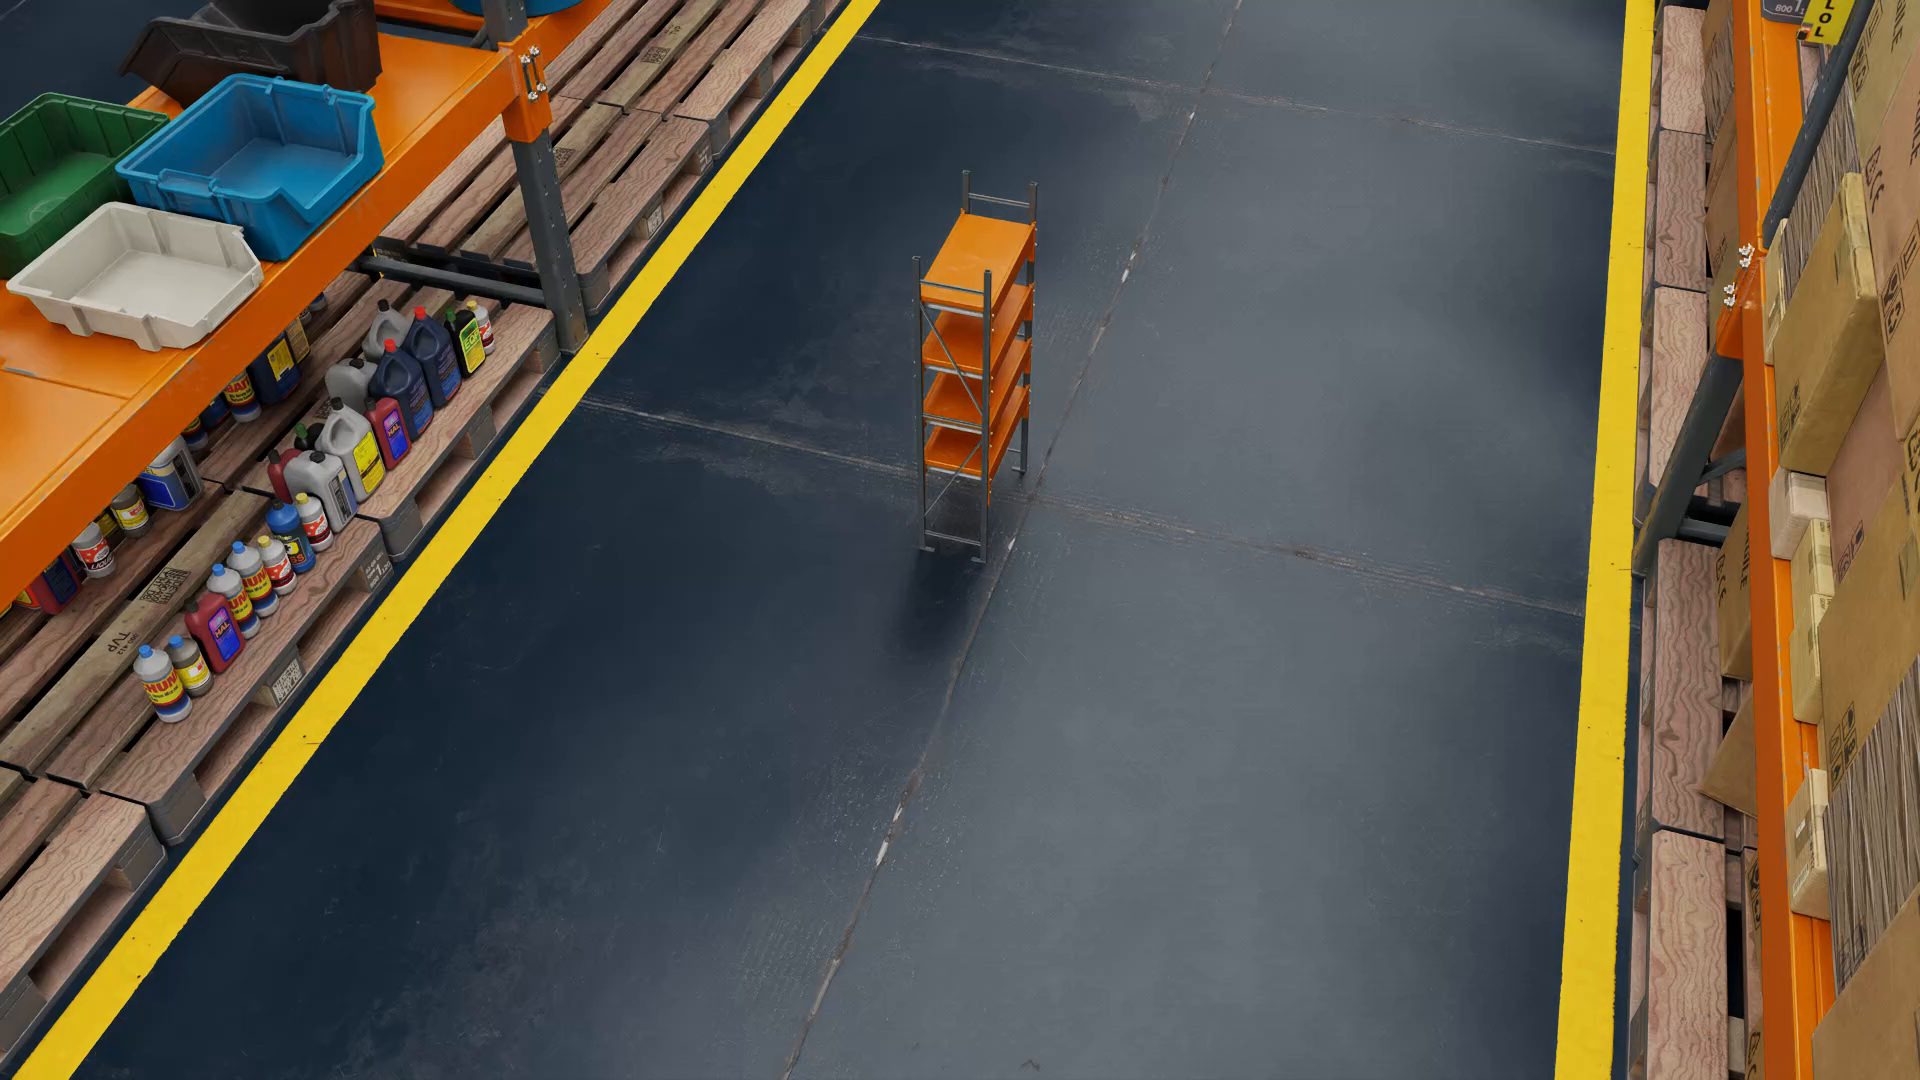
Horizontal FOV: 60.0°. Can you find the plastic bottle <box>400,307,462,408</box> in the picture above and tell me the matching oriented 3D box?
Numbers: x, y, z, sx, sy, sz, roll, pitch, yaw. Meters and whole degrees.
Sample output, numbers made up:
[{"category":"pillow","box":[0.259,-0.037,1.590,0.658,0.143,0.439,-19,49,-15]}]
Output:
[{"category":"plastic bottle","box":[-1.876,-0.655,5.854,0.144,0.351,0.185,11,46,11]}]

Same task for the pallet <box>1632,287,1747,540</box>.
[{"category":"pallet","box":[2.999,-0.409,6.017,1.003,0.211,1.213,13,46,13]}]

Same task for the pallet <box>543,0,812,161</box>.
[{"category":"pallet","box":[-1.388,-2.286,7.935,1.003,0.211,1.213,13,46,13]}]

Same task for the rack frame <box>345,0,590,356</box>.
[{"category":"rack frame","box":[-1.956,-1.935,5.583,1.000,3.000,0.127,13,46,13]}]

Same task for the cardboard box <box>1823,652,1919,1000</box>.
[{"category":"cardboard box","box":[1.975,0.594,2.714,0.875,0.500,0.500,13,46,13]}]

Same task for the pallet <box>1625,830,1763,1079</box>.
[{"category":"pallet","box":[2.227,1.382,4.187,1.003,0.211,1.213,13,46,13]}]

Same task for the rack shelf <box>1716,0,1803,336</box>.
[{"category":"rack shelf","box":[3.370,-1.962,6.125,1.077,0.370,4.000,13,46,13]}]

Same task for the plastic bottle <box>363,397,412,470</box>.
[{"category":"plastic bottle","box":[-1.944,-0.386,5.627,0.061,0.283,0.133,15,46,15]}]

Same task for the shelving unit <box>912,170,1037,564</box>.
[{"category":"shelving unit","box":[0.050,-0.539,5.443,0.258,1.200,0.503,13,46,13]}]

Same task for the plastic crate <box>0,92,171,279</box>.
[{"category":"plastic crate","box":[-2.636,-1.014,4.793,0.450,0.188,0.662,13,46,13]}]

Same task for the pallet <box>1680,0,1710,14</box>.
[{"category":"pallet","box":[4.286,-3.065,8.732,1.003,0.211,1.213,13,46,13]}]

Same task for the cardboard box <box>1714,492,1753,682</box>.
[{"category":"cardboard box","box":[2.605,0.115,4.974,0.500,0.500,0.500,11,45,11]}]

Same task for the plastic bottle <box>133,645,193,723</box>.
[{"category":"plastic bottle","box":[-2.321,0.406,4.826,0.097,0.271,0.097,0,44,0]}]

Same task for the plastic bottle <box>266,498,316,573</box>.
[{"category":"plastic bottle","box":[-2.126,-0.024,5.266,0.097,0.271,0.097,0,44,0]}]

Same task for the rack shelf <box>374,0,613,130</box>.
[{"category":"rack shelf","box":[-1.350,-3.011,7.197,1.077,0.370,4.000,13,46,13]}]

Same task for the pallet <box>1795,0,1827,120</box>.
[{"category":"pallet","box":[3.134,-1.296,5.067,1.003,0.211,1.213,13,46,13]}]

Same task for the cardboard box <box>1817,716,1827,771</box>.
[{"category":"cardboard box","box":[1.939,0.462,3.313,0.380,0.149,0.250,13,46,13]}]

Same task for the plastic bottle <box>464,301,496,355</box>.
[{"category":"plastic bottle","box":[-1.769,-0.784,6.093,0.097,0.201,0.097,0,44,0]}]

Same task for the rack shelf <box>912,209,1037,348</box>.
[{"category":"rack shelf","box":[0.050,-0.820,5.168,0.258,0.148,0.480,13,46,13]}]

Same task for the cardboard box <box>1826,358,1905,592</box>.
[{"category":"cardboard box","box":[2.329,-0.061,3.383,0.875,0.500,0.500,13,46,13]}]

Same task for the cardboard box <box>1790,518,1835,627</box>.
[{"category":"cardboard box","box":[2.057,0.122,3.661,0.380,0.149,0.250,13,46,13]}]

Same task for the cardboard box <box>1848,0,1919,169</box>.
[{"category":"cardboard box","box":[2.386,-1.139,3.771,0.500,0.500,0.500,13,46,13]}]

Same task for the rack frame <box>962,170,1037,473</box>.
[{"category":"rack frame","box":[0.124,-0.702,5.609,0.240,1.200,0.015,13,46,13]}]

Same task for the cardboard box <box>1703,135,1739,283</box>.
[{"category":"cardboard box","box":[3.302,-1.242,6.347,0.700,0.500,0.500,9,45,9]}]

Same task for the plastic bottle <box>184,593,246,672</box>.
[{"category":"plastic bottle","box":[-2.235,0.255,4.972,0.061,0.283,0.133,13,46,13]}]

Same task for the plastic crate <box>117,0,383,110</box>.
[{"category":"plastic crate","box":[-2.236,-1.591,5.276,0.767,0.338,0.504,13,46,13]}]

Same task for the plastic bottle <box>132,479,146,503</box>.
[{"category":"plastic bottle","box":[-2.782,-0.286,5.477,0.144,0.351,0.185,12,46,12]}]

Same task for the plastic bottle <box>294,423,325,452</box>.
[{"category":"plastic bottle","box":[-2.138,-0.293,5.532,0.061,0.283,0.133,13,46,13]}]

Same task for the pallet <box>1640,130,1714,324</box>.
[{"category":"pallet","box":[3.366,-1.225,6.851,1.003,0.211,1.213,13,46,13]}]

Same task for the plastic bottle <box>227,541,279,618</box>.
[{"category":"plastic bottle","box":[-2.187,0.111,5.128,0.097,0.271,0.097,0,44,0]}]

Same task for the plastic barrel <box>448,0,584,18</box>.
[{"category":"plastic barrel","box":[-1.550,-2.308,5.605,0.600,0.901,0.708,13,46,13]}]

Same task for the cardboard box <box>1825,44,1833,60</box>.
[{"category":"cardboard box","box":[3.138,-1.751,4.665,1.000,1.000,1.000,13,46,13]}]

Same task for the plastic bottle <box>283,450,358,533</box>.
[{"category":"plastic bottle","box":[-2.085,-0.178,5.420,0.152,0.276,0.135,13,46,13]}]

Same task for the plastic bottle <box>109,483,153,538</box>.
[{"category":"plastic bottle","box":[-2.710,-0.113,5.407,0.097,0.201,0.097,0,44,0]}]

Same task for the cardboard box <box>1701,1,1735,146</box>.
[{"category":"cardboard box","box":[3.636,-1.993,7.115,0.700,0.500,0.500,9,45,9]}]

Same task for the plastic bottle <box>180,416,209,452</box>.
[{"category":"plastic bottle","box":[-2.662,-0.435,5.686,0.097,0.271,0.097,0,44,0]}]

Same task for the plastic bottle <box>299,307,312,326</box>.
[{"category":"plastic bottle","box":[-2.501,-0.905,6.216,0.097,0.201,0.097,0,44,0]}]

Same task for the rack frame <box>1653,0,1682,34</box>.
[{"category":"rack frame","box":[3.976,-3.552,7.236,1.000,3.000,0.127,13,46,13]}]

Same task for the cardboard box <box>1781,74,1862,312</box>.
[{"category":"cardboard box","box":[2.569,-0.741,4.079,0.875,0.500,0.500,13,46,13]}]

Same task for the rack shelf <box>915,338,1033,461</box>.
[{"category":"rack shelf","box":[0.050,-0.491,5.490,0.258,0.148,0.480,13,46,13]}]

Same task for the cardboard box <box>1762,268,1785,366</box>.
[{"category":"cardboard box","box":[2.324,-0.553,4.350,0.380,0.149,0.250,13,46,13]}]

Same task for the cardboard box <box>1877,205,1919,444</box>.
[{"category":"cardboard box","box":[2.084,-0.473,3.089,0.500,0.500,0.500,13,46,13]}]

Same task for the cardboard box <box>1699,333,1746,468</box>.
[{"category":"cardboard box","box":[2.971,-0.555,5.645,0.700,0.500,0.500,9,45,9]}]

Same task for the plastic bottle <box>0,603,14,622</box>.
[{"category":"plastic bottle","box":[-3.011,0.146,5.084,0.061,0.283,0.133,14,46,13]}]

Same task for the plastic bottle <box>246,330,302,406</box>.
[{"category":"plastic bottle","box":[-2.459,-0.665,5.864,0.144,0.351,0.185,13,46,13]}]

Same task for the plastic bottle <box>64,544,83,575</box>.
[{"category":"plastic bottle","box":[-2.885,-0.024,5.263,0.152,0.276,0.135,11,46,11]}]

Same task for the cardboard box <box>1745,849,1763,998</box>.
[{"category":"cardboard box","box":[2.326,0.929,4.143,0.500,0.500,0.500,9,45,9]}]

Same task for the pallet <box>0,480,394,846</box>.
[{"category":"pallet","box":[-2.567,0.316,5.276,1.003,0.211,1.213,13,46,13]}]

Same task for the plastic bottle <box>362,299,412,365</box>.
[{"category":"plastic bottle","box":[-2.014,-0.686,5.886,0.144,0.351,0.185,13,46,13]}]
